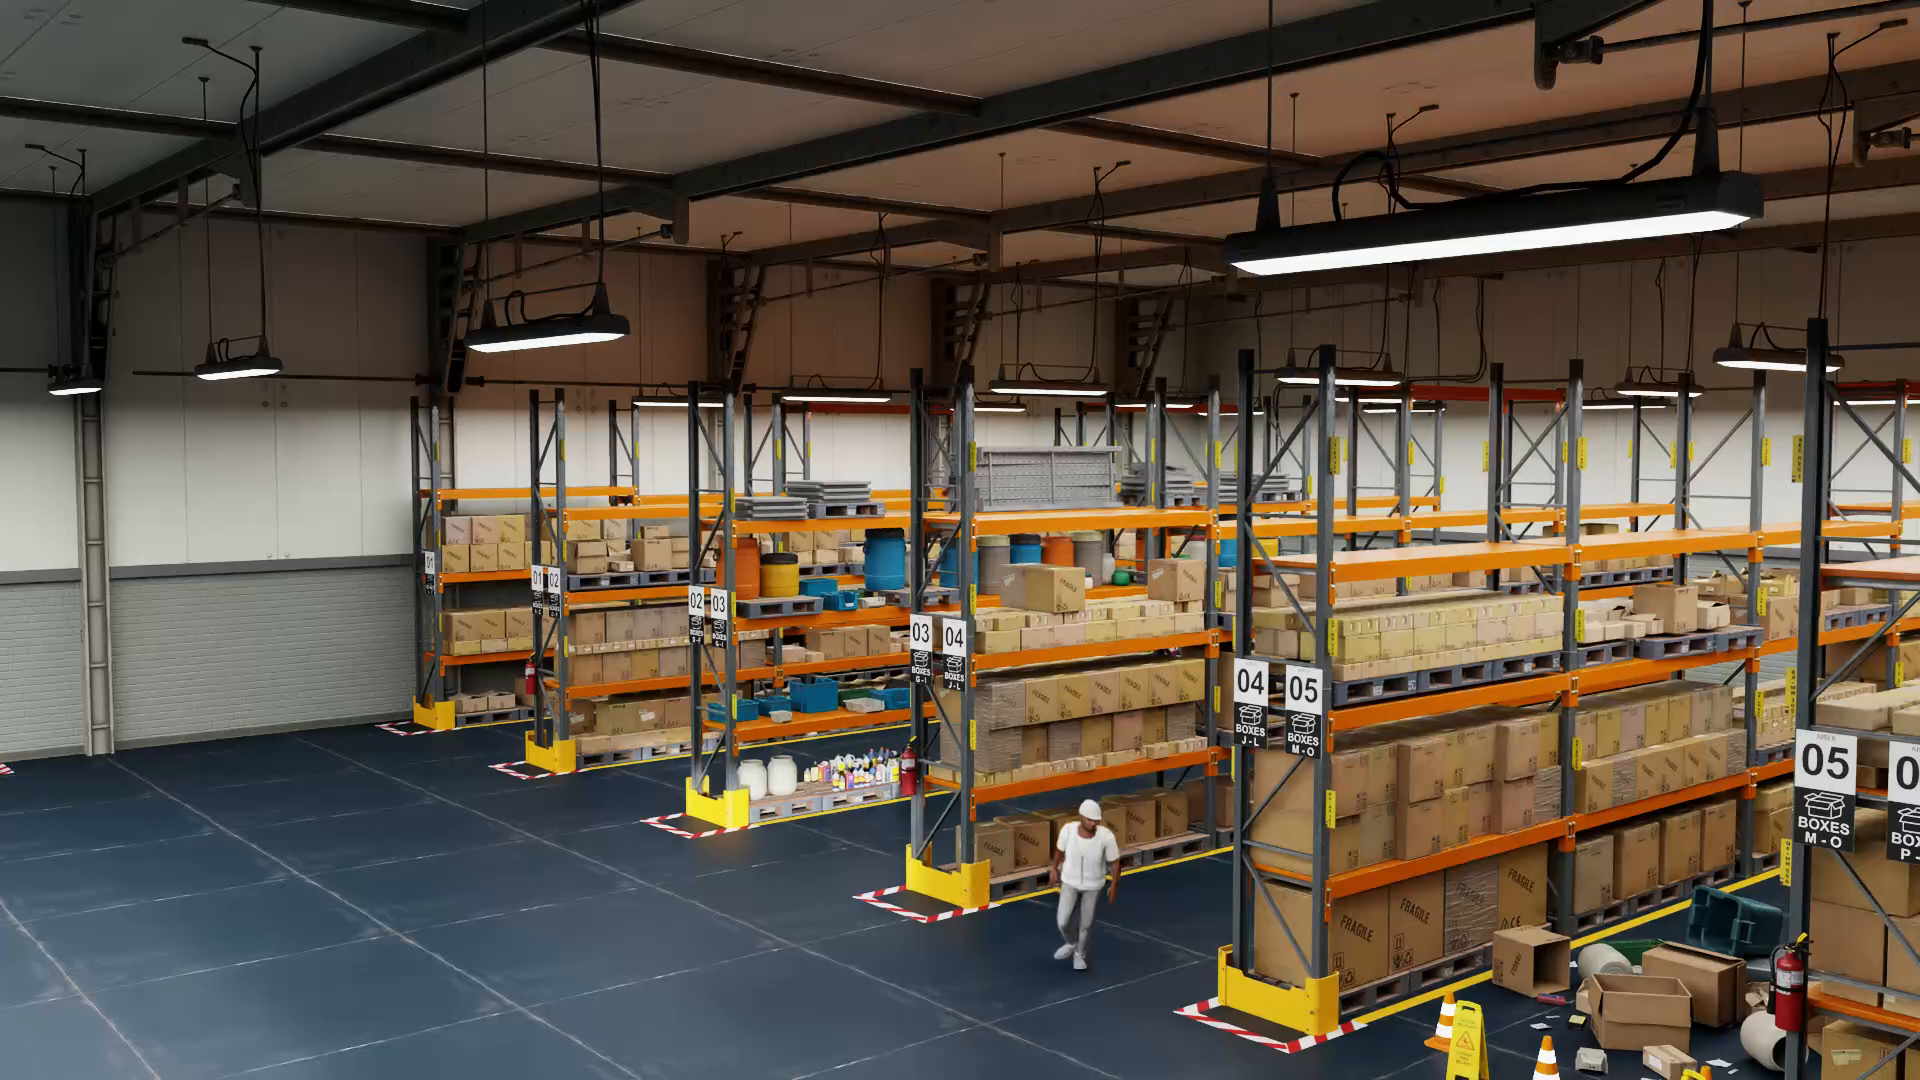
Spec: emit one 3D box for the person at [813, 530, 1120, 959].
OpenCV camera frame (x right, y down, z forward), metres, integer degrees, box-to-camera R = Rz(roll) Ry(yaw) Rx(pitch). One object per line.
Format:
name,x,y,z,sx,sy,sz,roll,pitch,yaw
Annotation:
person,-0.646,1.903,22.932,5.981,3.691,13.741,0,3,7
